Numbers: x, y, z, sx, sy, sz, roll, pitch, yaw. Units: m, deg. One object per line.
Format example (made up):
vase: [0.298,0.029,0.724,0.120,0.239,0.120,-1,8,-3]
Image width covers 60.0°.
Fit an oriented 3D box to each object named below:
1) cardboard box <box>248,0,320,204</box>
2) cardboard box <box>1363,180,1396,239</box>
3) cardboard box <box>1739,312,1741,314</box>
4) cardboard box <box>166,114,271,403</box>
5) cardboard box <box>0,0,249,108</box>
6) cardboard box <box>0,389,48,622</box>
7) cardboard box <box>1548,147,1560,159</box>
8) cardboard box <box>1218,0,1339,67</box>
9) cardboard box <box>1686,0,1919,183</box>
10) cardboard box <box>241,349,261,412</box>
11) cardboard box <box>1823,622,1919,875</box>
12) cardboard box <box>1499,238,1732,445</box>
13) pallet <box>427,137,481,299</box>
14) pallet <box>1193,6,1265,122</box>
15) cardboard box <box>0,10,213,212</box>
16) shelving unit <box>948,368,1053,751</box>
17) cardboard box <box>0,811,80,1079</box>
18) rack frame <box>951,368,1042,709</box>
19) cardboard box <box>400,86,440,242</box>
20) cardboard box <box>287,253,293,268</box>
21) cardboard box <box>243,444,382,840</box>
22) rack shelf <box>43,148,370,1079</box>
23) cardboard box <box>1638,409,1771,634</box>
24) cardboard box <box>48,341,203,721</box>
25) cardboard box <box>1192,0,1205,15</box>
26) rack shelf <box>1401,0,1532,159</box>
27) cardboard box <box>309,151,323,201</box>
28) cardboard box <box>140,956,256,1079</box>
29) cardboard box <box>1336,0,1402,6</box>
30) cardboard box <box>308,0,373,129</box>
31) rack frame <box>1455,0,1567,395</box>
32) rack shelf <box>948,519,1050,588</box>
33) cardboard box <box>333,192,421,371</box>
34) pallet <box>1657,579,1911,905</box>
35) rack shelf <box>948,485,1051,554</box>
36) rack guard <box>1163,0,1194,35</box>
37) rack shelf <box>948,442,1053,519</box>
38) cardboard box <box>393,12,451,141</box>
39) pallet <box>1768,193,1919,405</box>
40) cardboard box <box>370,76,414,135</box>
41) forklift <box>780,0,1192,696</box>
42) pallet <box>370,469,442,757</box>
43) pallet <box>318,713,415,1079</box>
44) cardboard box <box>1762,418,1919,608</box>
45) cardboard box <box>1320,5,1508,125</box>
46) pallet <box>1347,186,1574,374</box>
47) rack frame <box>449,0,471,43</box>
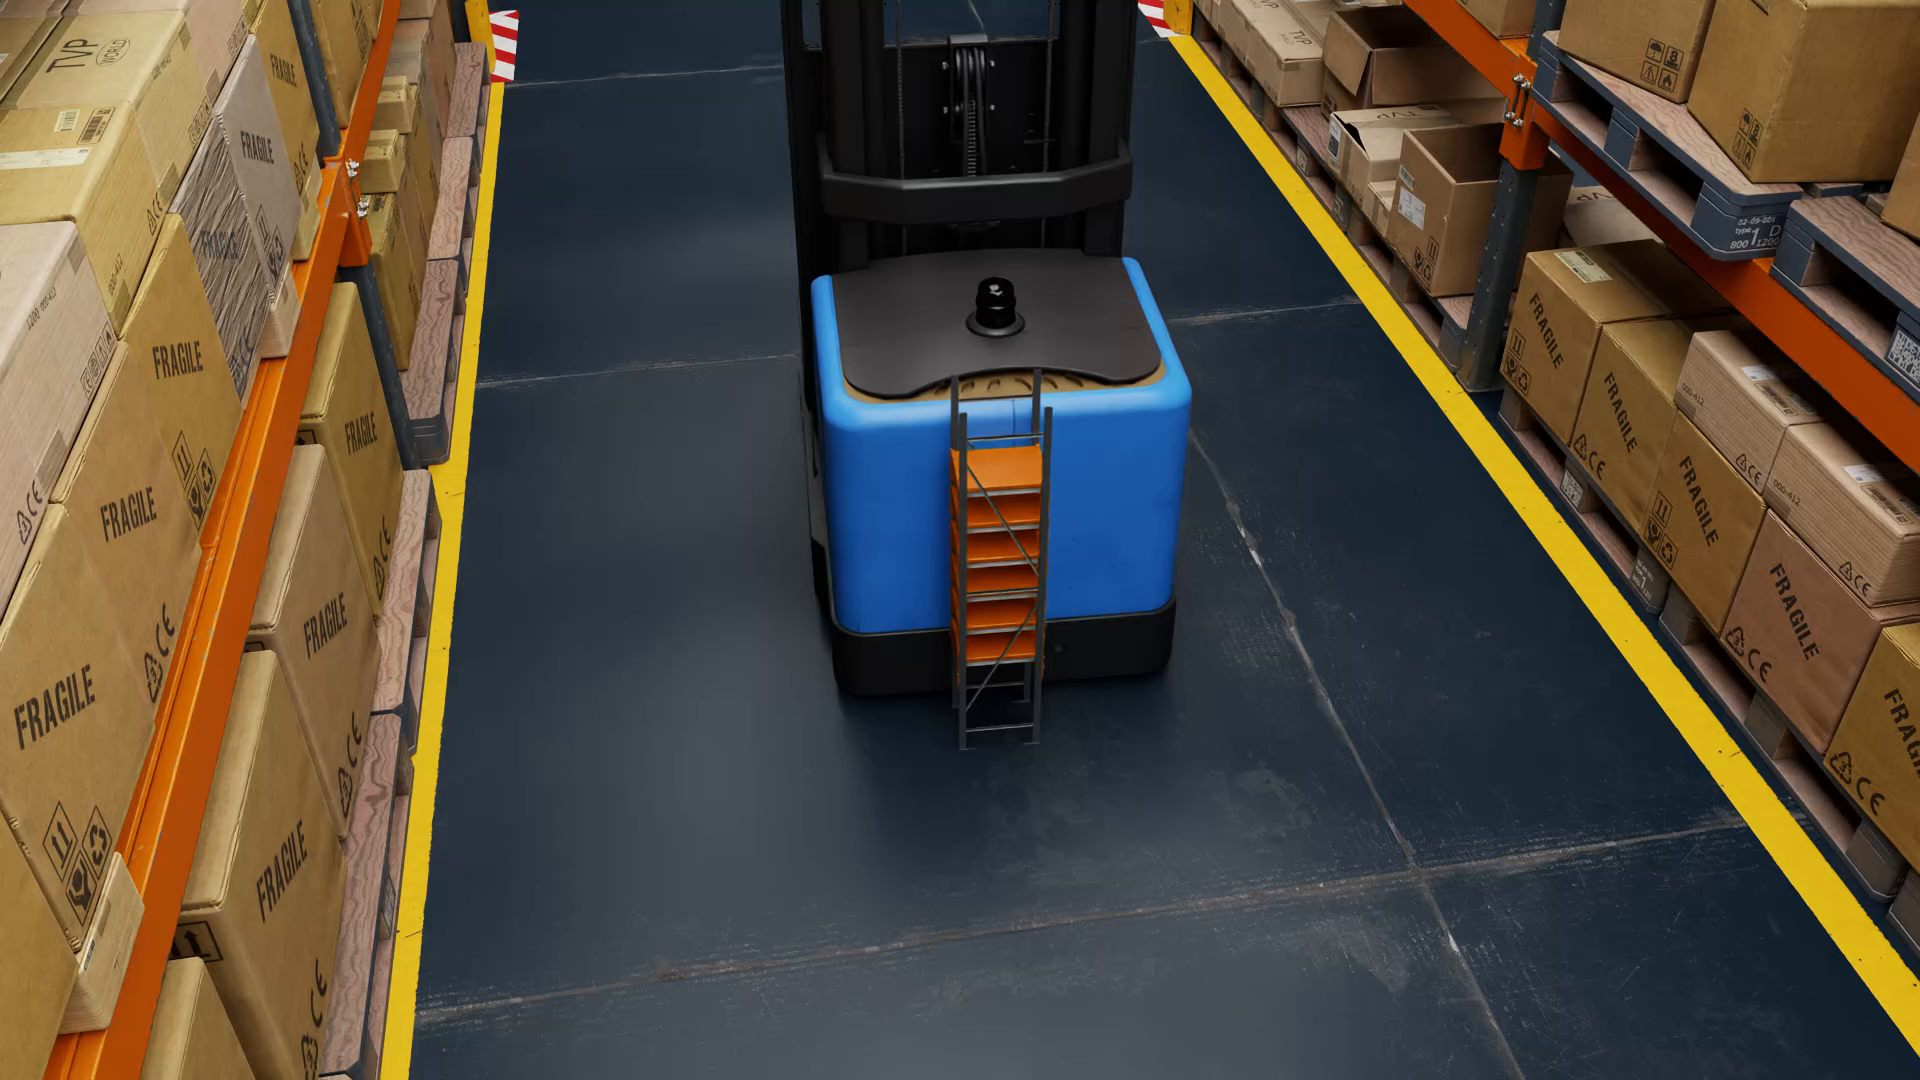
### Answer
cardboard box: [-2.088,-1.218,4.532,0.500,0.500,0.500,-7,38,-9]
cardboard box: [1.955,-1.421,7.100,0.380,0.149,0.250,-6,38,-8]
cardboard box: [2.906,-0.460,5.575,0.500,0.500,0.500,-6,38,-8]
cardboard box: [-1.909,-0.606,3.745,0.500,0.500,0.500,-6,38,-8]
cardboard box: [-2.003,-1.201,3.900,0.500,0.250,0.500,-5,38,-7]
cardboard box: [-1.637,0.024,2.323,0.500,0.250,0.500,-7,38,-9]
cardboard box: [2.437,-1.693,7.435,0.380,0.166,0.250,-6,38,-8]
cardboard box: [1.662,-2.683,8.641,0.500,0.250,0.500,-6,38,-8]
cardboard box: [2.505,-1.326,4.588,0.700,0.500,0.500,-1,38,-1]
cardboard box: [-1.929,-0.420,4.035,0.380,0.149,0.250,-6,38,-8]
cardboard box: [2.675,0.537,4.292,0.500,0.500,0.500,-8,38,-10]
cardboard box: [2.304,-0.708,5.895,0.500,0.500,0.500,-8,39,-10]
pallet: [-2.691,-1.410,7.392,1.003,0.211,1.213,-6,38,-8]
pallet: [1.912,-2.627,8.960,1.003,0.211,1.213,-6,38,-8]
cardboard box: [-1.914,-0.893,3.503,0.500,0.250,0.500,-6,38,-7]
shelving unit: [0.106,0.088,4.658,0.258,1.200,0.189,-4,38,-5]
cardboard box: [-1.549,0.626,2.159,0.500,0.500,0.500,-5,38,-7]
rack frame: [0.095,0.033,4.730,0.240,1.200,0.006,-4,38,-5]
cardboard box: [-2.620,-1.560,7.008,0.700,0.500,0.500,-5,38,-7]
cardboard box: [-2.011,-0.728,4.431,0.380,0.149,0.250,-5,38,-7]
cardboard box: [-2.016,0.294,4.337,0.750,0.750,0.750,-5,38,-7]
rack shelf: [-2.066,0.188,3.650,1.077,0.370,4.000,-6,38,-8]
cardboard box: [2.489,-0.084,5.092,0.500,0.500,0.500,-6,38,-7]
cardboard box: [-1.718,0.008,2.954,0.500,0.500,0.500,-6,38,-8]
cardboard box: [1.493,-3.014,9.149,0.380,0.149,0.250,-6,38,-8]
rack shelf: [2.109,-2.764,7.449,1.077,0.370,4.000,-6,38,-8]
cardboard box: [-2.079,-1.040,4.832,0.380,0.149,0.250,-6,38,-8]
cardboard box: [-1.716,1.336,2.995,0.750,0.750,0.750,-7,38,-9]
cardboard box: [2.096,-3.140,9.026,0.500,0.500,0.500,-6,38,-8]
cardboard box: [-2.496,-1.752,5.316,0.980,0.700,0.700,-6,38,-7]
rack frame: [2.459,-1.840,5.673,1.000,3.000,0.127,-6,38,-8]
rack shelf: [0.106,0.029,4.612,0.258,0.103,0.180,-4,38,-5]
cardboard box: [-2.447,-0.946,6.218,0.700,0.500,0.500,-6,38,-7]
pallet: [2.856,0.487,4.951,1.003,0.211,1.213,-6,38,-8]
rack shelf: [0.106,-0.066,4.538,0.258,0.103,0.180,-4,38,-5]
rack guard: [1.771,-3.223,9.491,1.175,0.500,0.348,-6,38,-8]
rack shelf: [0.106,-0.161,4.465,0.258,0.103,0.180,-4,38,-5]
cardboard box: [-2.809,-2.185,7.813,0.700,0.500,0.500,-6,38,-8]
pallet: [2.815,-0.522,4.133,1.003,0.211,1.213,-6,38,-8]
cardboard box: [-2.419,-1.744,6.716,0.380,0.149,0.250,-7,38,-9]
forklift: [-0.032,-1.583,5.398,1.130,2.935,3.031,-4,38,-5]
pallet: [-2.208,0.255,5.250,1.003,0.211,1.213,-6,38,-8]
pallet: [-1.990,0.993,4.300,1.003,0.211,1.213,-6,38,-8]
cardboard box: [2.568,-0.097,4.498,0.500,0.250,0.500,-7,38,-9]
cardboard box: [2.125,-2.162,7.764,0.797,0.503,0.637,-6,38,-8]
pallet: [2.340,-1.153,7.063,1.003,0.211,1.213,-6,38,-8]
rack frame: [-3.118,-3.721,8.094,1.000,3.000,0.127,-6,38,-8]
